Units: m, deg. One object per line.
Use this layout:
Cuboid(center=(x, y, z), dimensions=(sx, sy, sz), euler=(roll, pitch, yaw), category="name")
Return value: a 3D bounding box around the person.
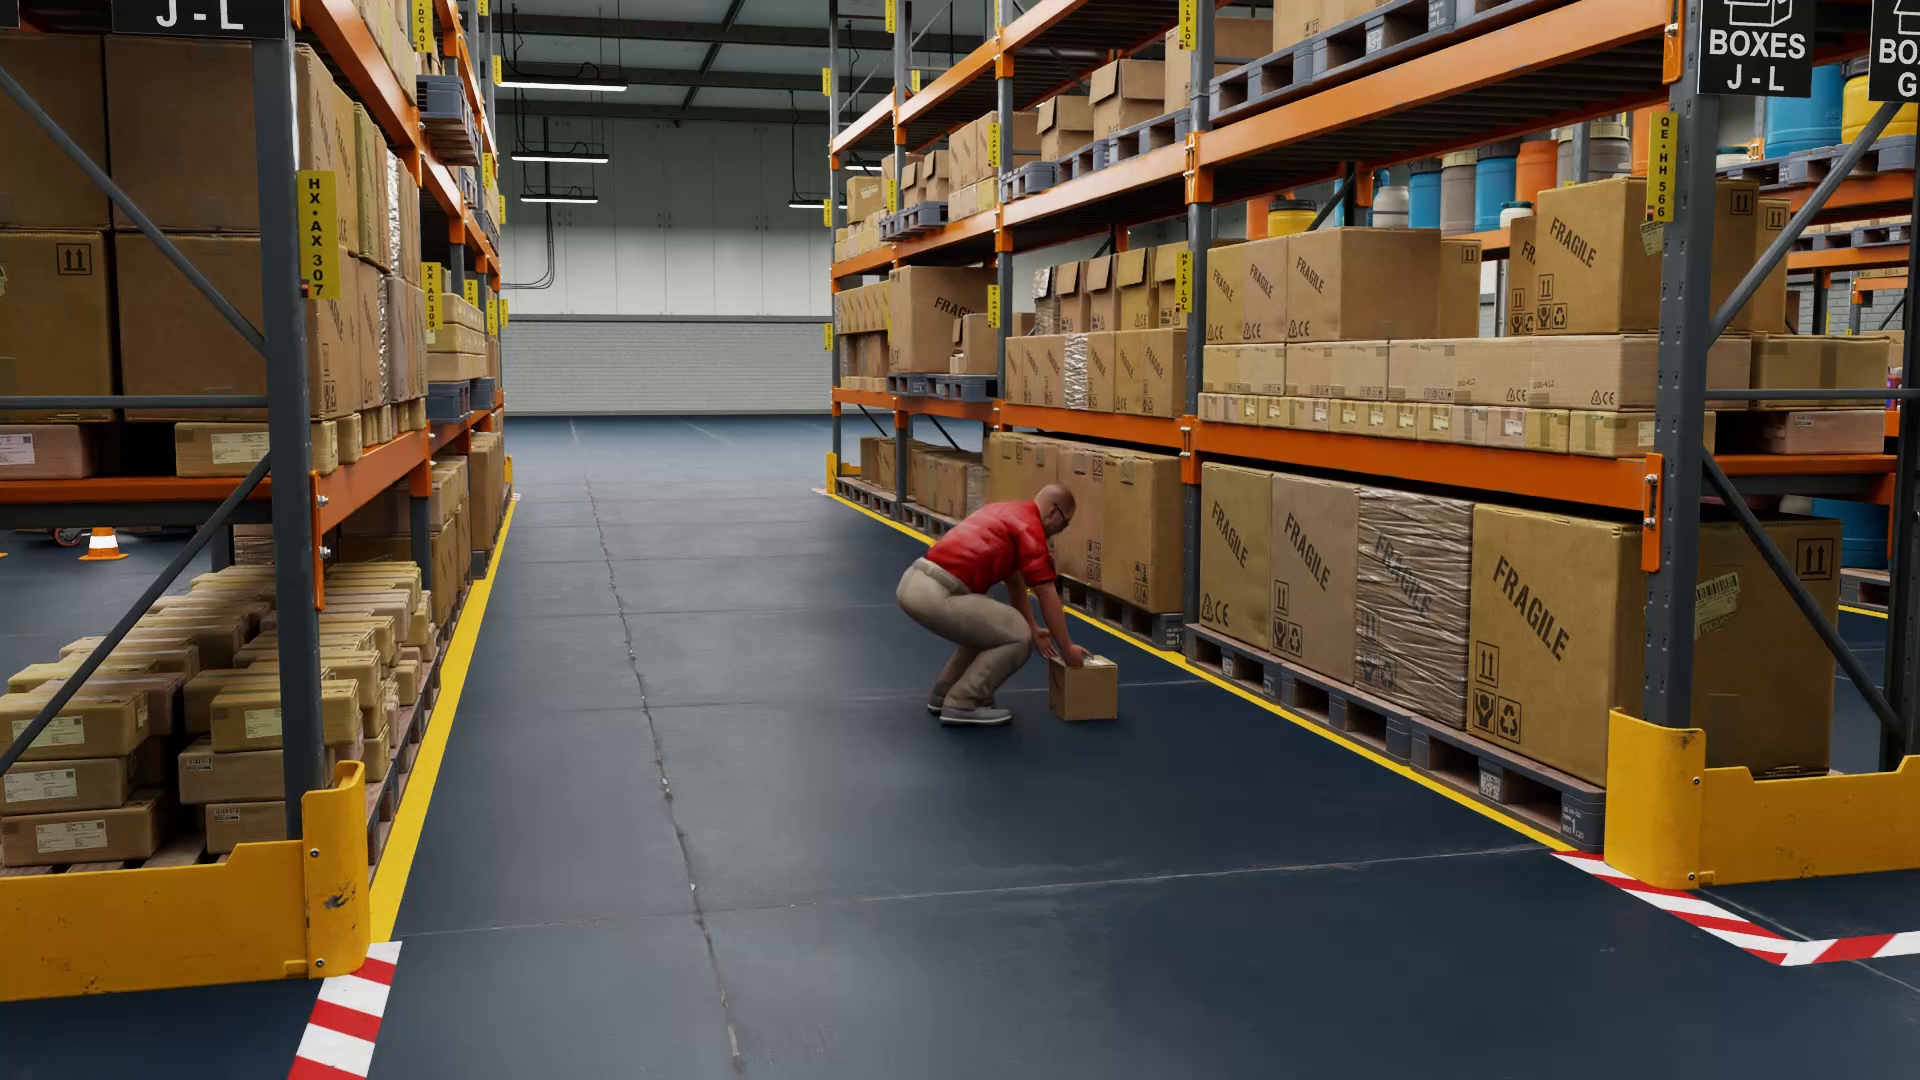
Cuboid(center=(0.136, 0.285, 7.580), dimensions=(0.855, 1.049, 0.568), euler=(-1, 6, -14), category="person")
